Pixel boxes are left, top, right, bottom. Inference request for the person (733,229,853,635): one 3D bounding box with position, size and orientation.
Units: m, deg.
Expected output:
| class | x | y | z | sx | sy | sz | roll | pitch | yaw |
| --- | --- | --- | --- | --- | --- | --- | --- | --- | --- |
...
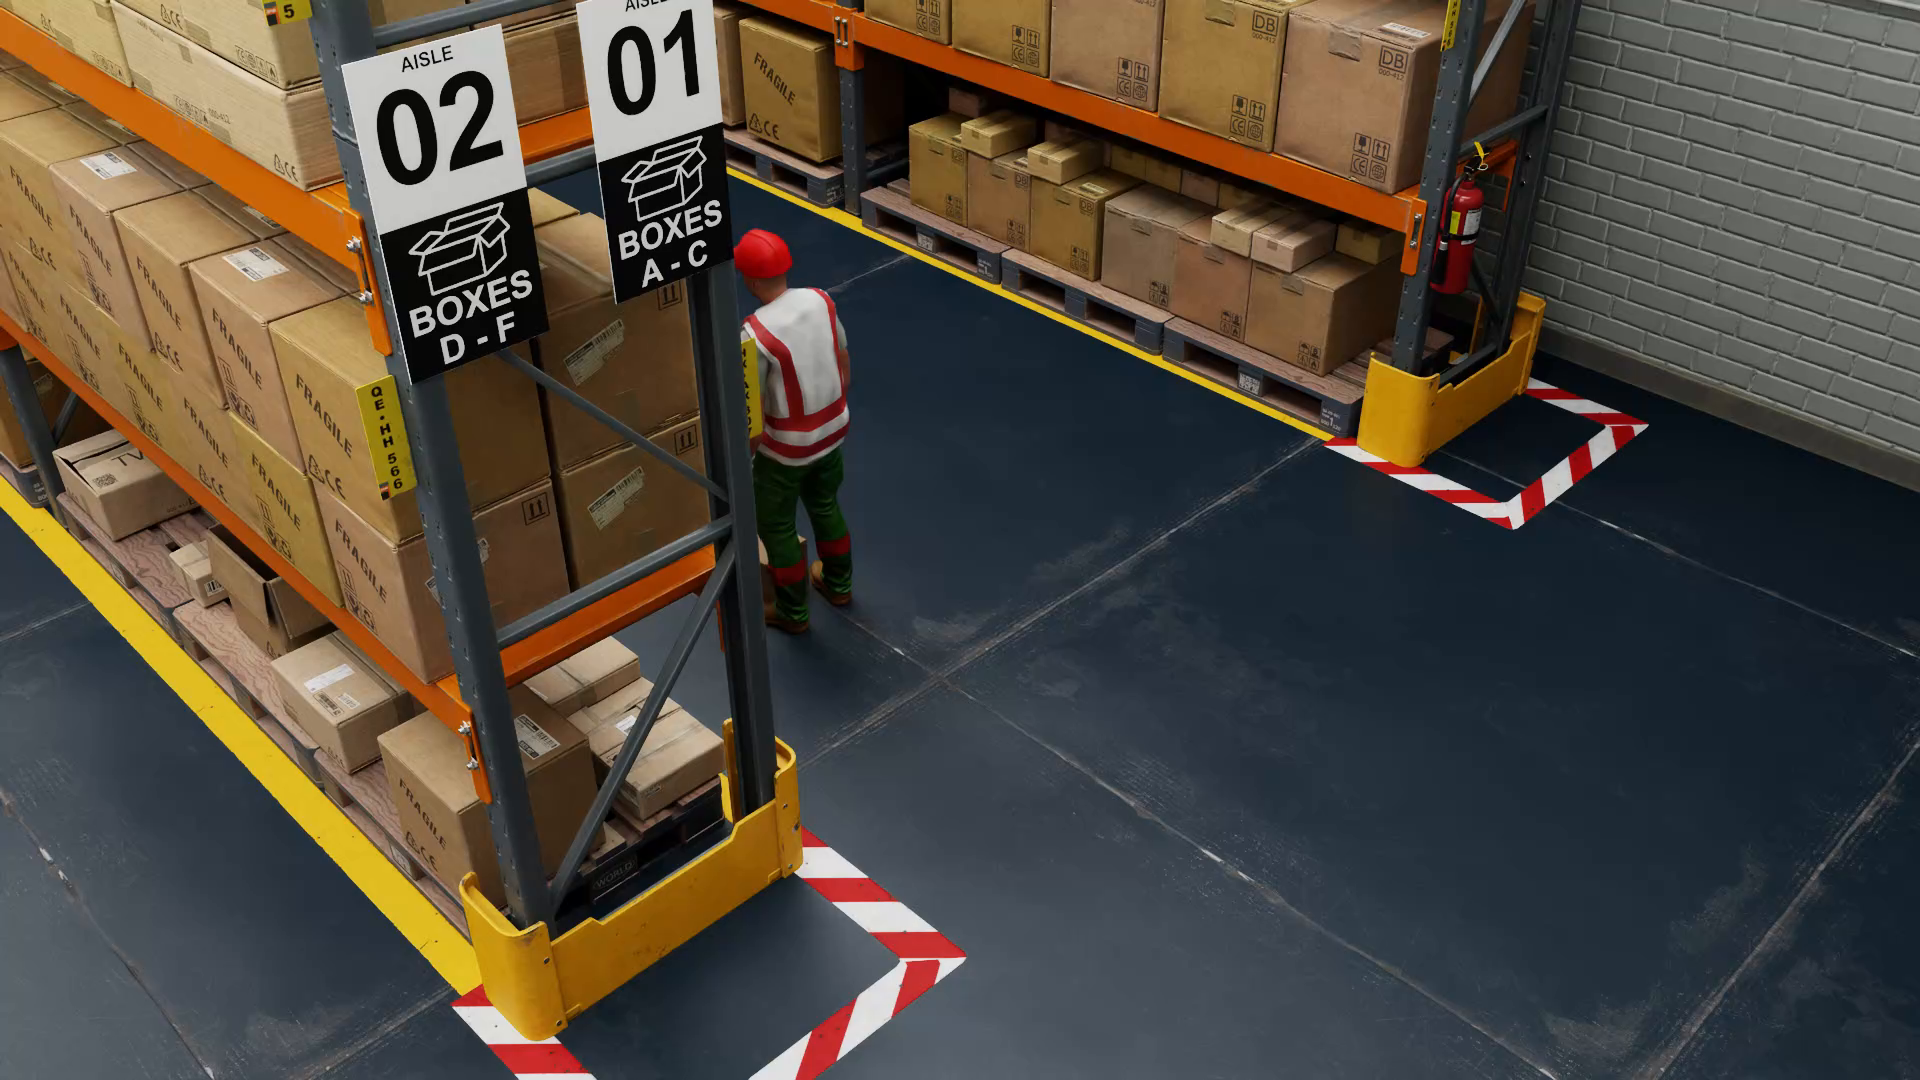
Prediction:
| class | x | y | z | sx | sy | sz | roll | pitch | yaw |
| --- | --- | --- | --- | --- | --- | --- | --- | --- | --- |
| person | -0.684 | -0.421 | 6.732 | 0.451 | 1.778 | 0.611 | 27 | 43 | 33 |
